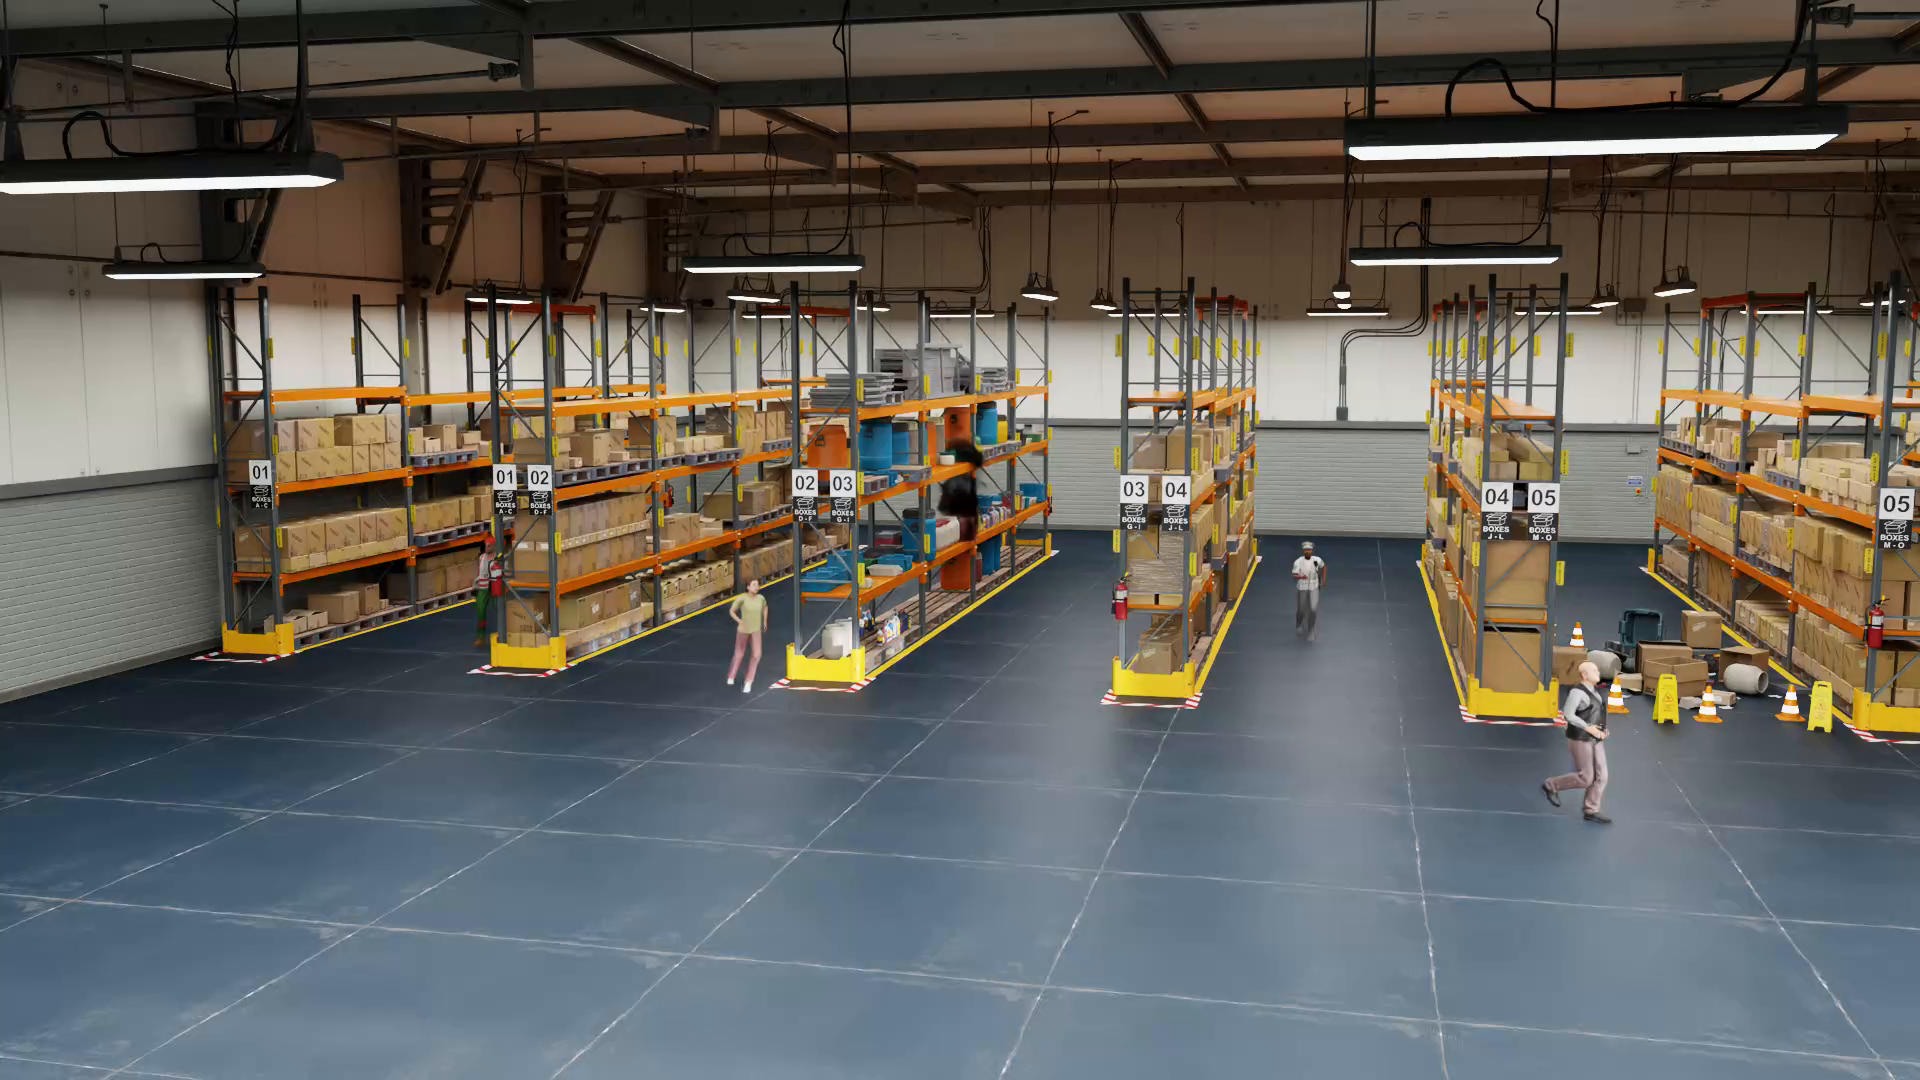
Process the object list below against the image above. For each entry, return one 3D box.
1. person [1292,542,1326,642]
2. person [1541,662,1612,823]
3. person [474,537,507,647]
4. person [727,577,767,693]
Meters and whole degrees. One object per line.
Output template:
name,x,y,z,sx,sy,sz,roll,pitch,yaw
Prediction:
person,6.017,0.876,28.705,0.579,1.738,0.881,1,7,10
person,6.622,2.131,17.721,0.657,1.695,0.752,-7,9,-45
person,-7.950,0.850,28.177,0.662,1.797,0.928,2,7,13
person,-3.101,1.378,24.531,0.642,1.681,0.694,-3,7,-23
